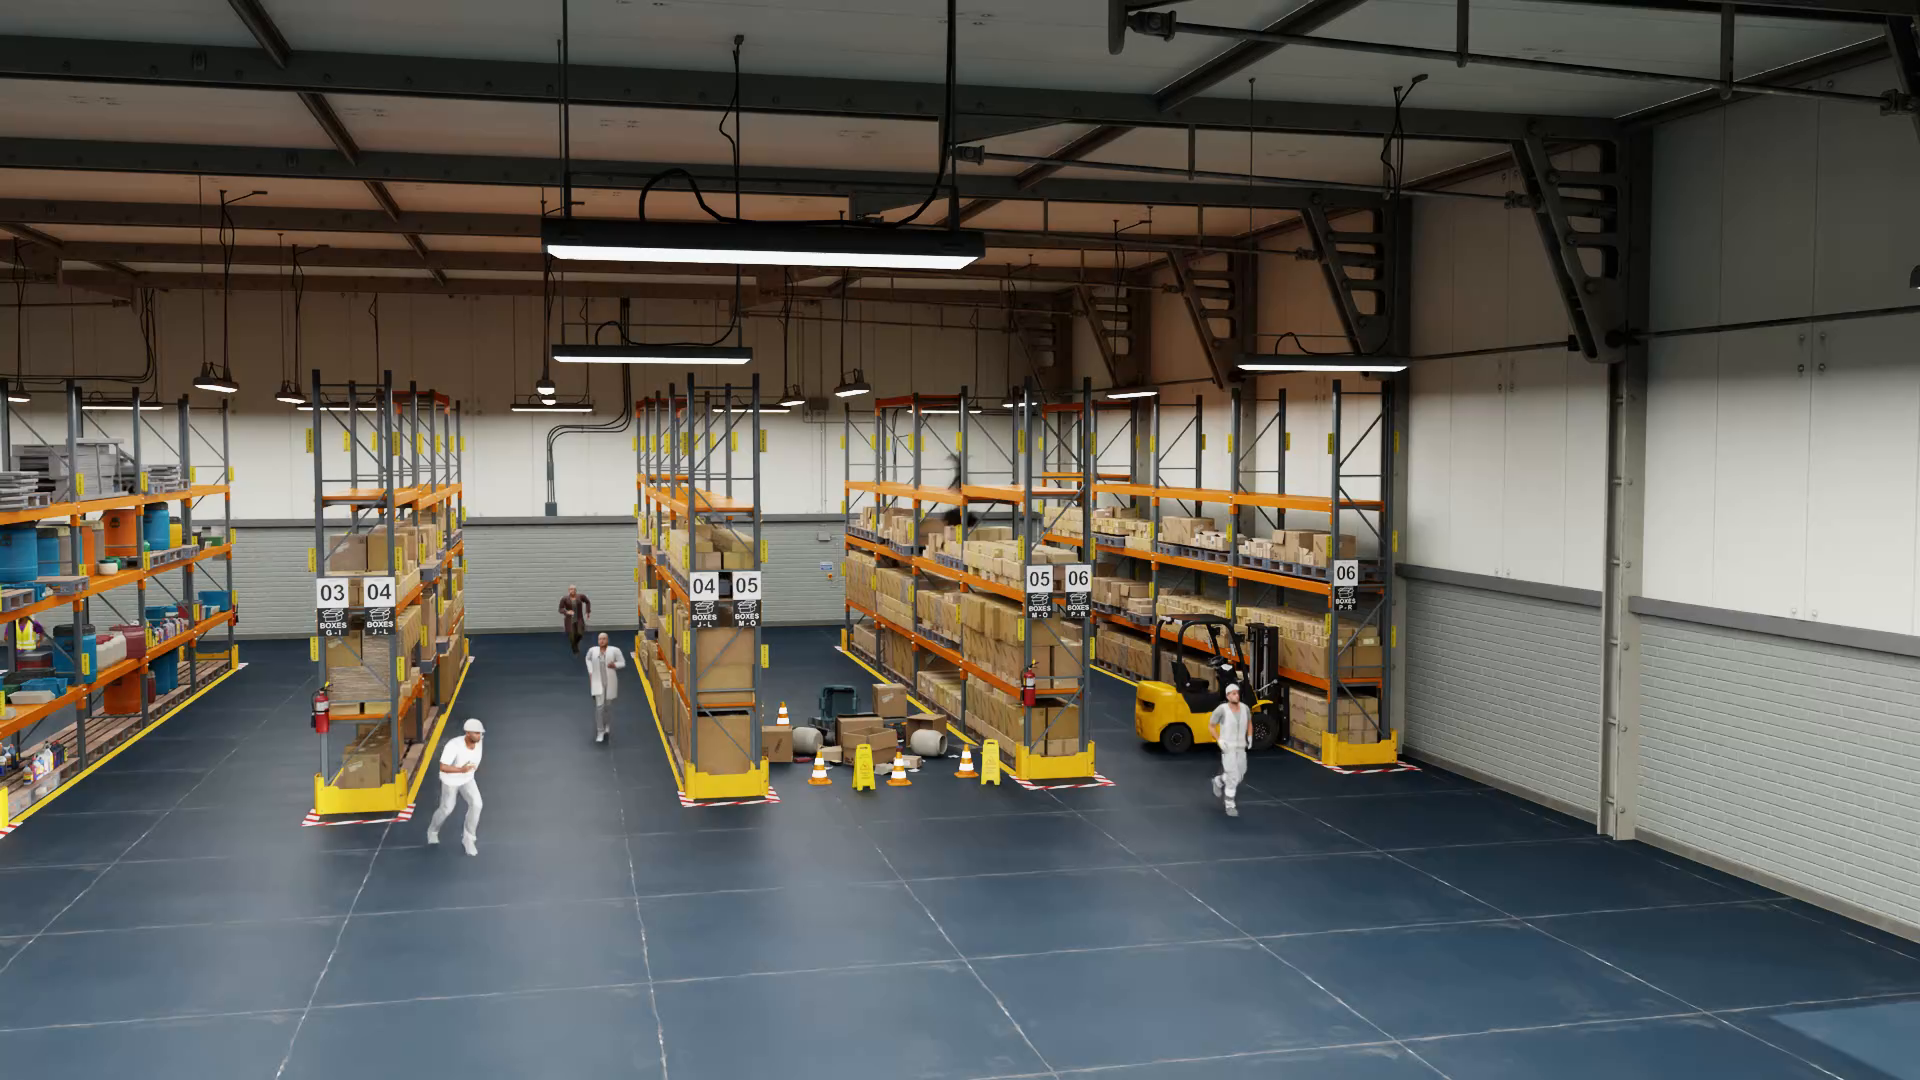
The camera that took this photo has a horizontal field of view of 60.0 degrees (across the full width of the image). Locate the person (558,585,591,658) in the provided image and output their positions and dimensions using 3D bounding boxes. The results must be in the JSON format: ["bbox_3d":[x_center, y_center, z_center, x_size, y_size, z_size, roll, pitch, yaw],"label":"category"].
[{"bbox_3d":[-8.957,1.906,38.733,0.764,1.728,0.707,-1,3,-19],"label":"person"}]

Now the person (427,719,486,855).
[{"bbox_3d":[-6.177,3.018,20.427,1.010,1.720,0.743,2,4,33],"label":"person"}]

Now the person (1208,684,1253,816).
[{"bbox_3d":[3.666,2.821,22.662,0.671,1.773,0.697,-1,4,-22],"label":"person"}]

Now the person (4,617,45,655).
[{"bbox_3d":[-18.834,2.208,33.464,0.714,1.733,0.791,-1,4,-21],"label":"person"}]

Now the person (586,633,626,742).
[{"bbox_3d":[-6.027,2.442,28.298,0.670,1.755,0.865,-1,3,-12],"label":"person"}]
